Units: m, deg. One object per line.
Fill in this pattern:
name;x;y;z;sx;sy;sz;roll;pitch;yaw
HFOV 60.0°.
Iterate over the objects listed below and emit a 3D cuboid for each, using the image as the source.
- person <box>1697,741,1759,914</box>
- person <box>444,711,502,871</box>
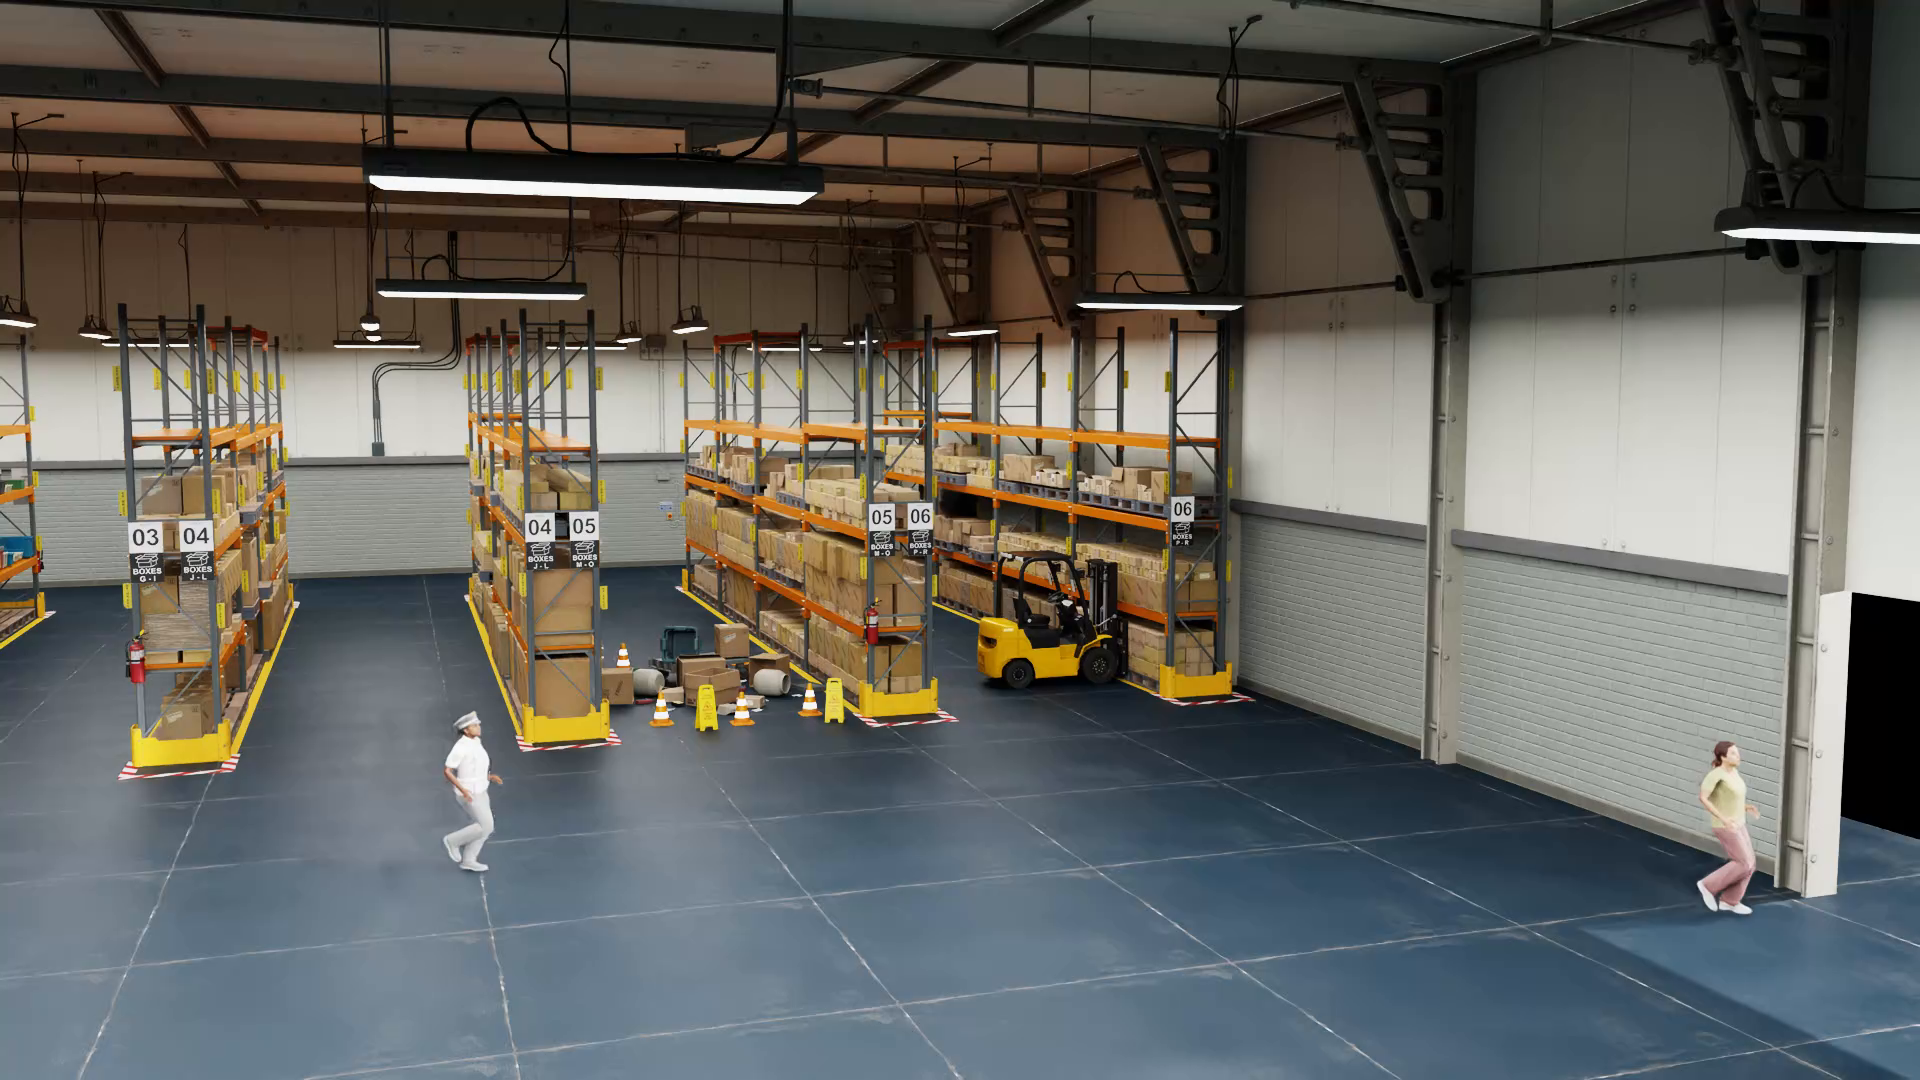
person;7.274;2.695;15.675;0.576;1.611;0.484;-5;7;-41
person;-4.981;2.575;17.026;0.558;1.653;0.574;0;5;5
